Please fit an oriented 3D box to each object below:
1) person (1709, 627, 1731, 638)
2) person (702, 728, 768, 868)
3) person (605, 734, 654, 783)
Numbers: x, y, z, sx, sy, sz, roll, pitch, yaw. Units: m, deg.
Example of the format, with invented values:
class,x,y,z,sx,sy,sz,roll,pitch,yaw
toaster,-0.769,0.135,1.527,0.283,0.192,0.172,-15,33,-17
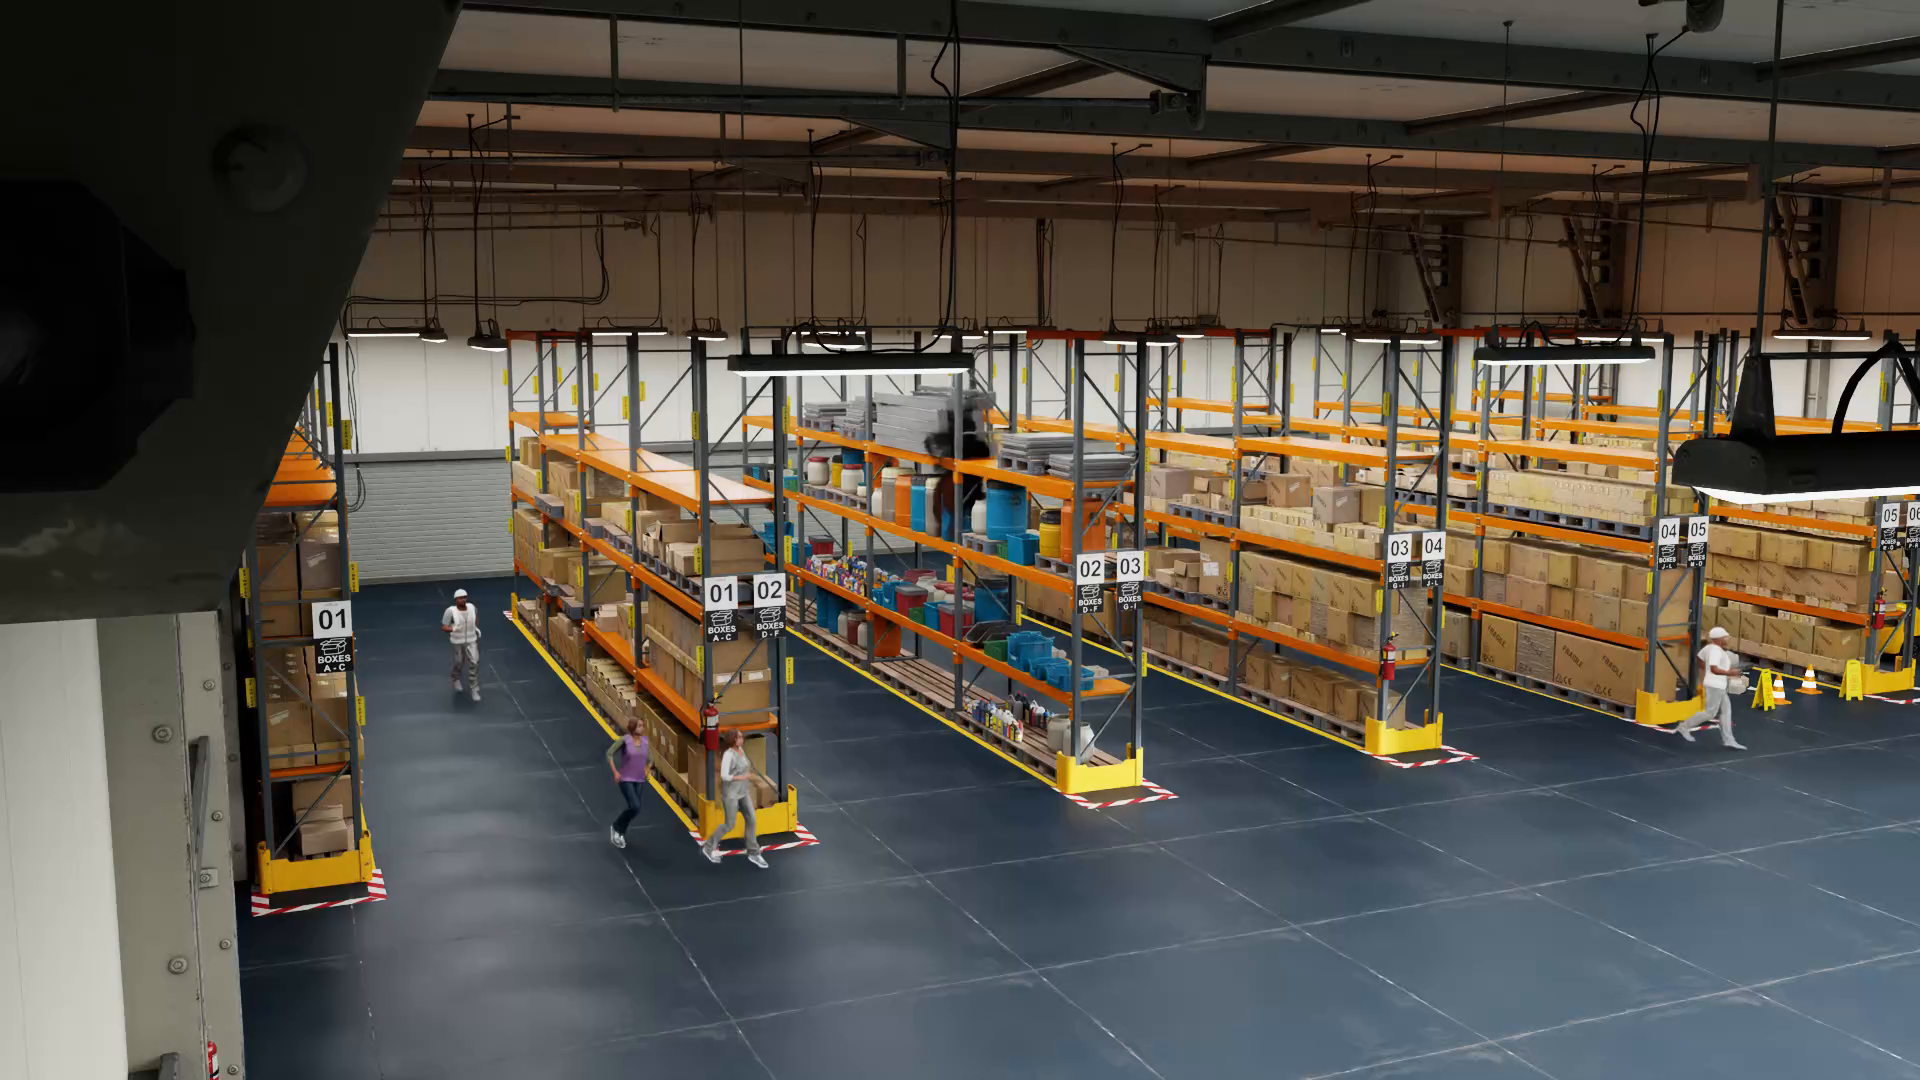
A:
class,x,y,z,sx,sy,sz,roll,pitch,yaw
person,11.105,1.356,24.288,0.287,0.163,0.211,4,9,25
person,-2.579,2.952,19.031,0.780,1.602,0.547,3,8,20
person,-3.917,2.602,19.823,0.518,0.589,0.389,-8,11,-44
